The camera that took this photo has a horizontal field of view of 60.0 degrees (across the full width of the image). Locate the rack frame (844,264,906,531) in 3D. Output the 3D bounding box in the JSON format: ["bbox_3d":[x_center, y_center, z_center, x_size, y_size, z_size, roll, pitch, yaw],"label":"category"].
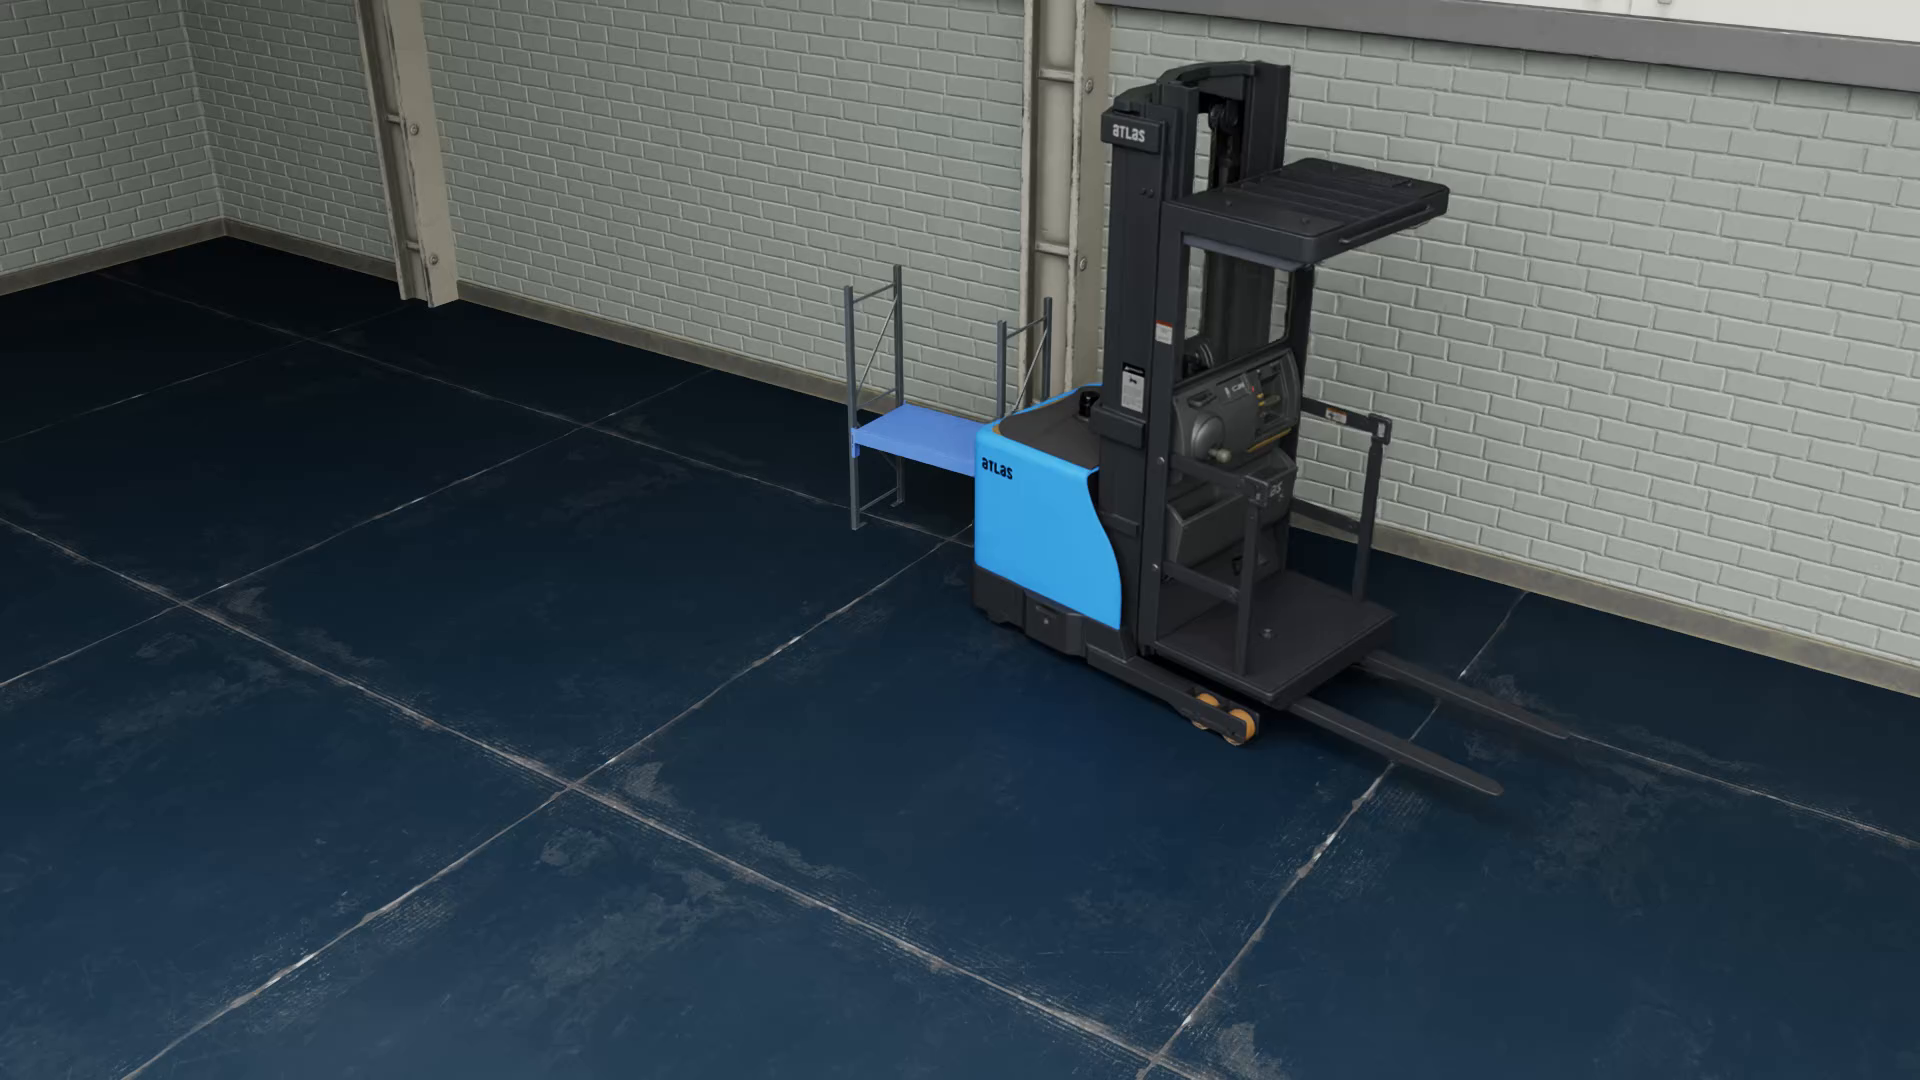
[{"bbox_3d":[-0.489,-0.821,9.709,0.032,1.500,0.500,17,32,30],"label":"rack frame"}]

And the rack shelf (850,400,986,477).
[{"bbox_3d":[-0.070,-0.530,9.534,1.000,0.185,0.538,17,32,30],"label":"rack shelf"}]

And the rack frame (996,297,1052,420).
[{"bbox_3d":[0.349,-0.560,9.196,0.032,1.500,0.500,17,32,30],"label":"rack frame"}]

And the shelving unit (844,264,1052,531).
[{"bbox_3d":[-0.070,-0.690,9.453,1.048,1.500,0.538,17,32,30],"label":"shelving unit"}]

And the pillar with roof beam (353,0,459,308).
[{"bbox_3d":[-6.779,-4.386,8.447,0.400,9.000,9.100,17,32,30],"label":"pillar with roof beam"}]

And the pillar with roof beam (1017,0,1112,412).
[{"bbox_3d":[-1.833,-2.846,5.420,0.400,9.000,9.100,17,32,30],"label":"pillar with roof beam"}]

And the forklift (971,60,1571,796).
[{"bbox_3d":[1.461,-0.605,7.707,3.031,2.935,1.130,24,36,39],"label":"forklift"}]
